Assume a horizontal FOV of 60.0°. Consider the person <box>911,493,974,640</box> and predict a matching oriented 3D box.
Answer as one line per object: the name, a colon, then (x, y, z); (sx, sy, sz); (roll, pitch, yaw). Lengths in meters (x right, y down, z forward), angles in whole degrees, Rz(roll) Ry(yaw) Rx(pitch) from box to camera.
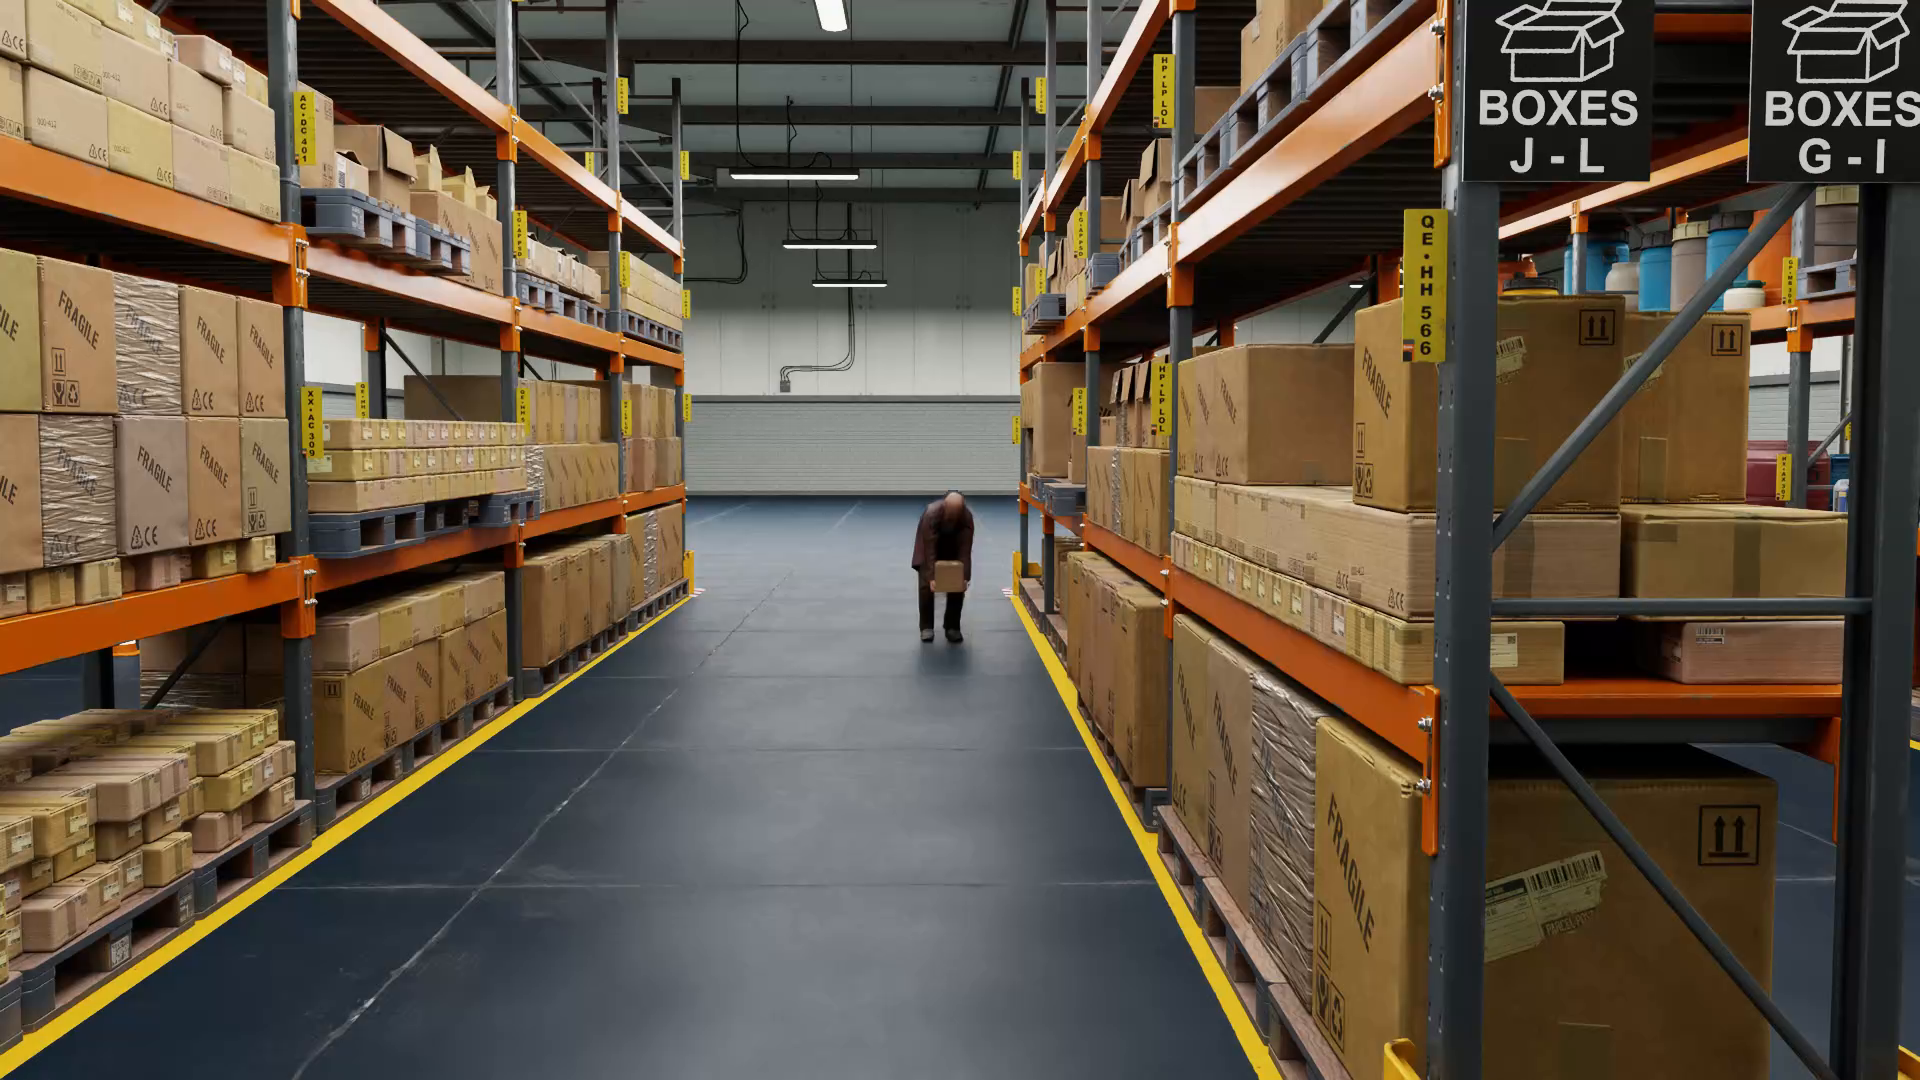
person: (-0.138, 0.244, 15.103); (0.547, 1.370, 0.891); (-1, 4, -12)
